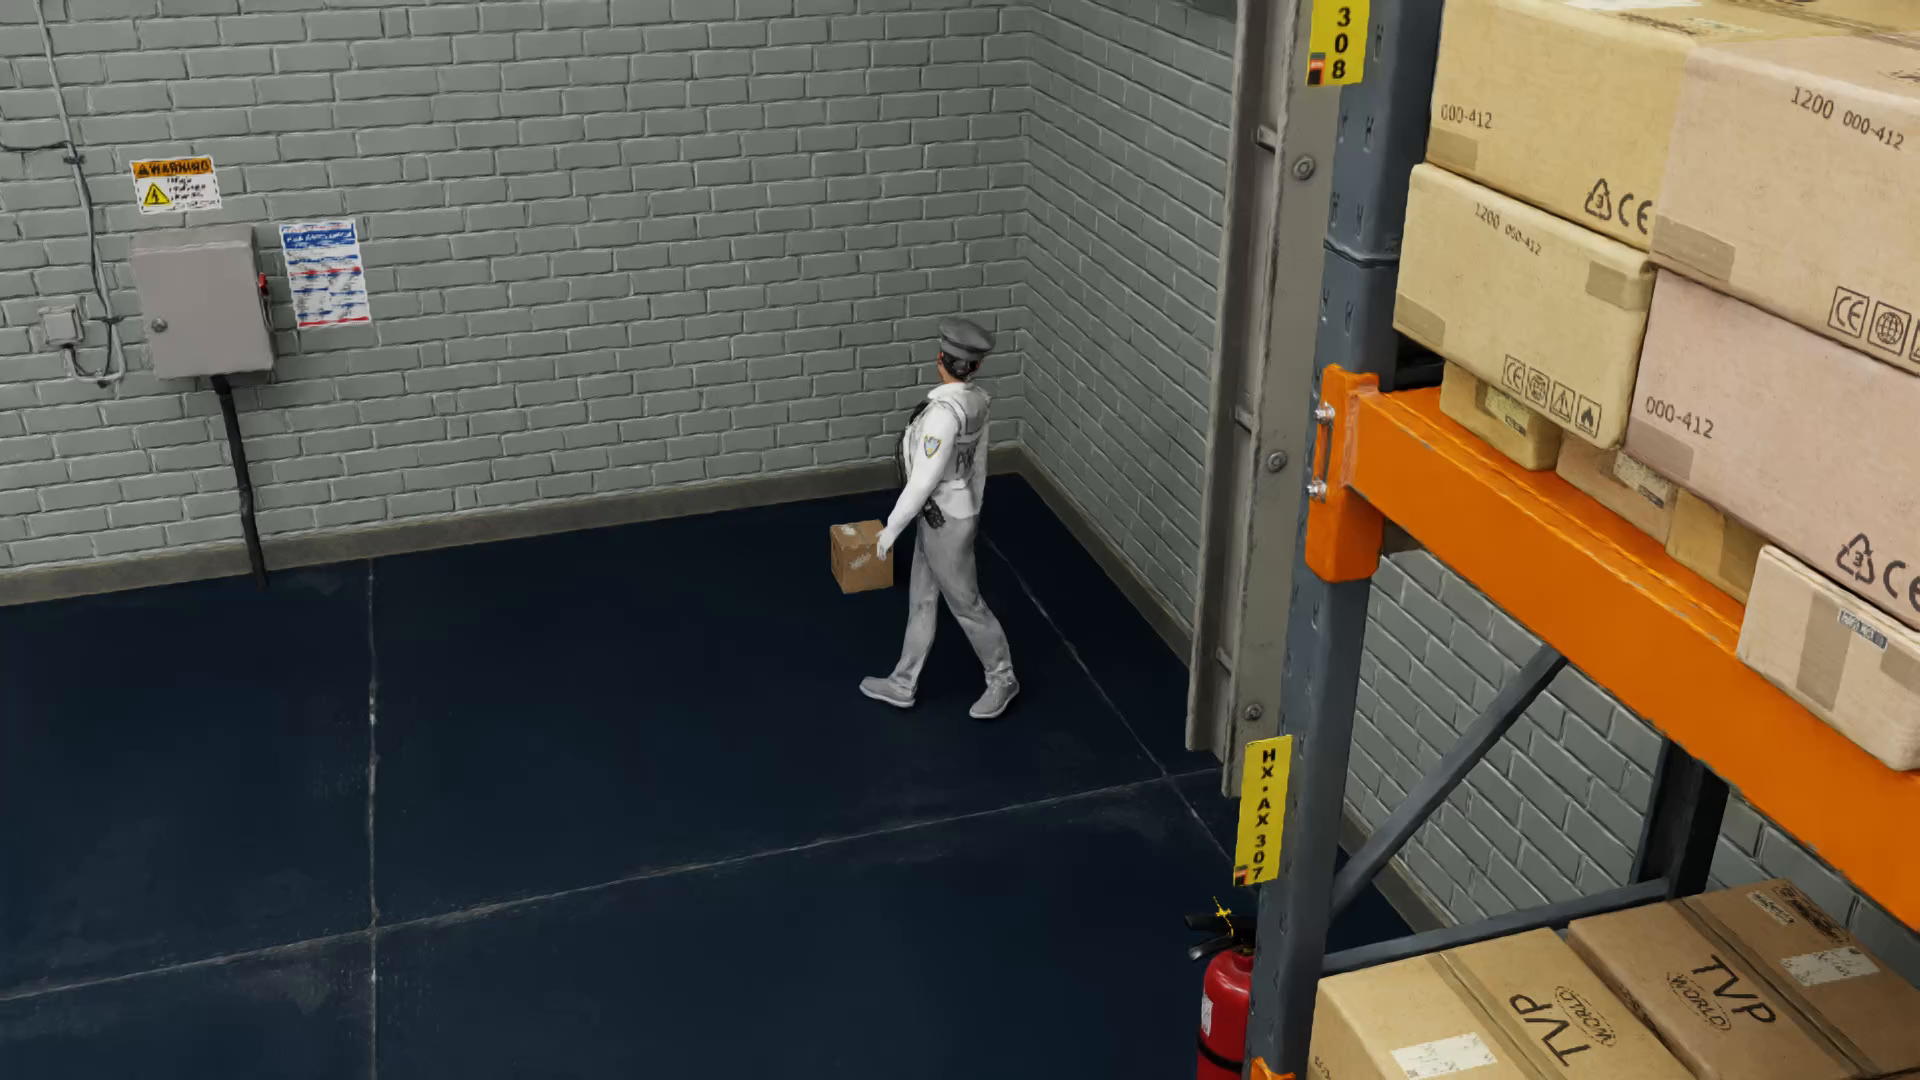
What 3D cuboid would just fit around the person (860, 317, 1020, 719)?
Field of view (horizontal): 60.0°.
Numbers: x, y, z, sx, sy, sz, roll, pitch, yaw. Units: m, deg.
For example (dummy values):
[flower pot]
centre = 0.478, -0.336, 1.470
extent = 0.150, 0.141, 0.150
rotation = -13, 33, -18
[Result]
[person]
centre = -0.085, -0.080, 6.785
extent = 0.684, 1.642, 0.519
rotation = 3, 27, 6
